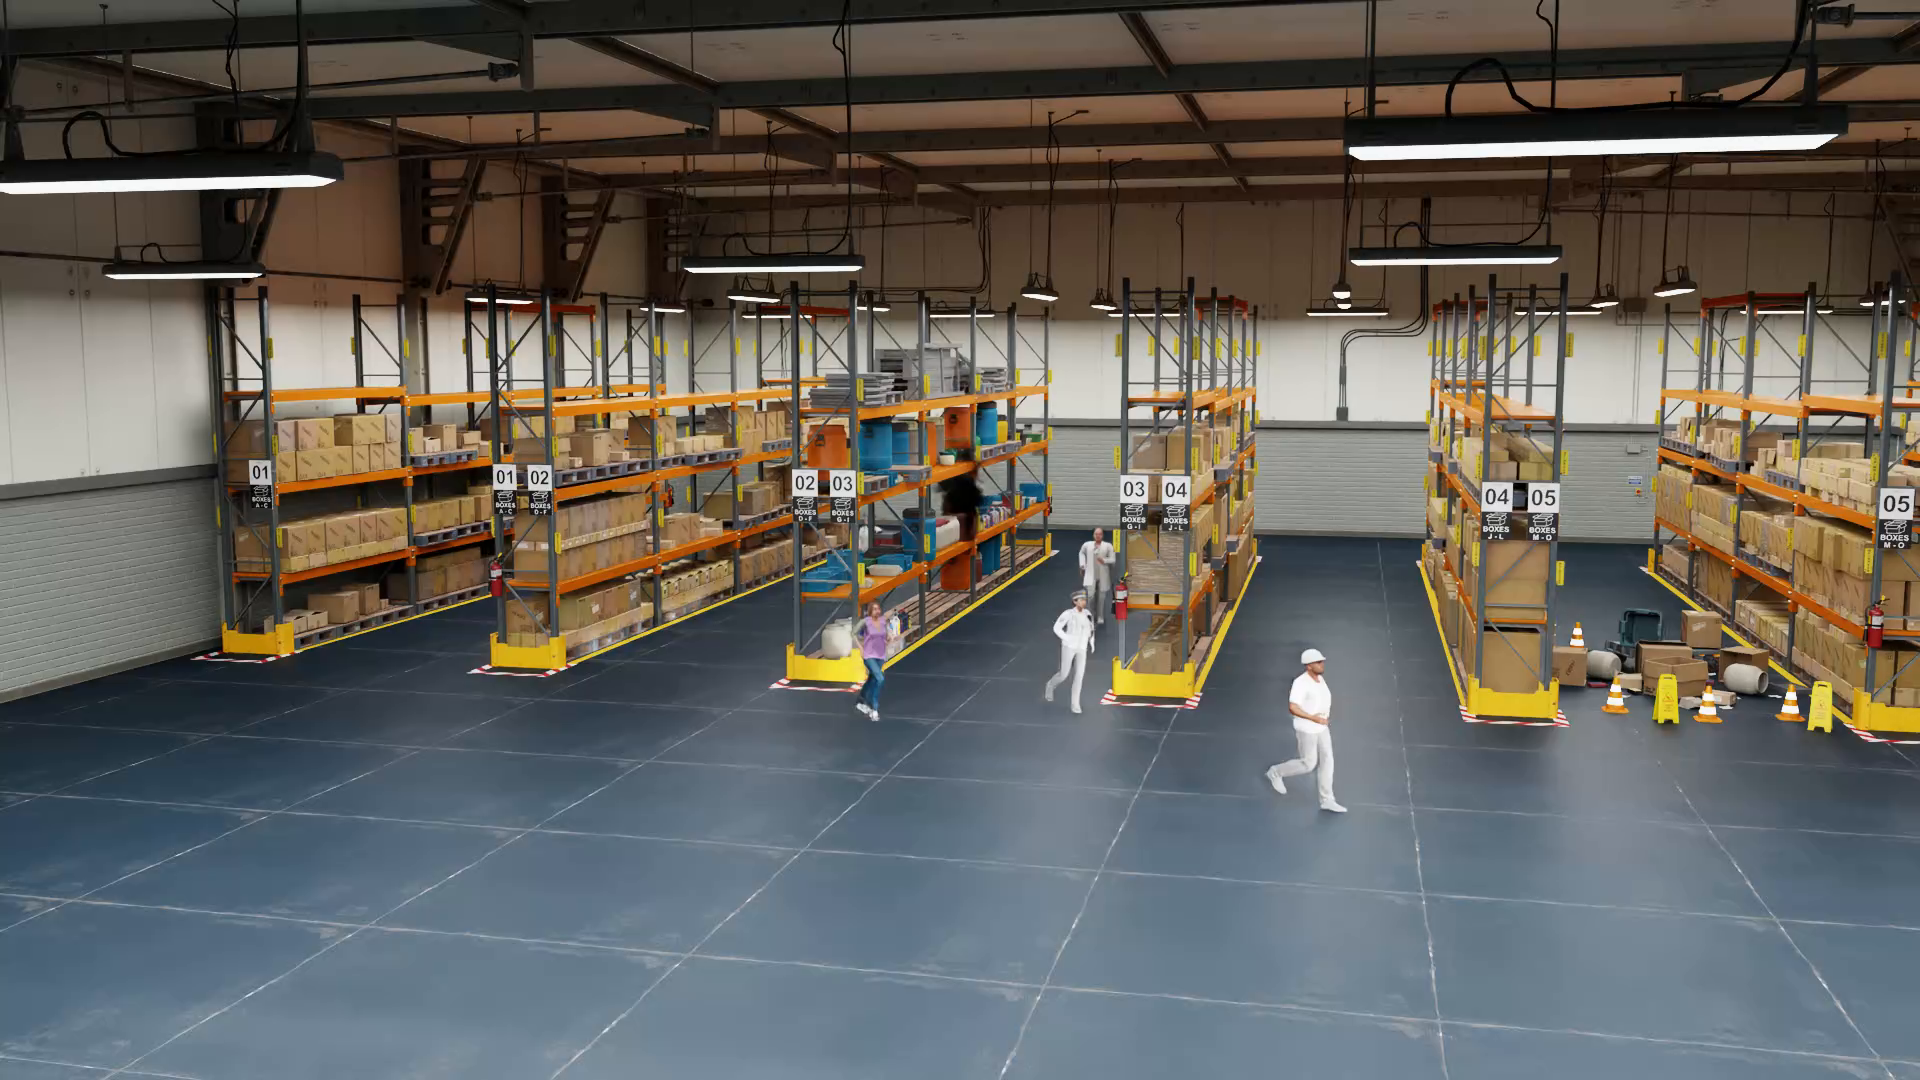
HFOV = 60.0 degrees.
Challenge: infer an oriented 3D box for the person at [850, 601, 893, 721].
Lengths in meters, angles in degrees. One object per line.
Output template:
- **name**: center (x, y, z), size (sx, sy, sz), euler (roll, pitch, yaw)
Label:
- **person**: center (-1.165, 1.634, 22.588), size (0.506, 1.641, 0.701), euler (-6, 9, -41)

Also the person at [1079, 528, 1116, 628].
- **person**: center (2.462, 0.701, 29.840), size (0.668, 1.848, 0.831), euler (1, 7, 7)

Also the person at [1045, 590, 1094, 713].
- **person**: center (1.626, 1.513, 23.185), size (0.674, 1.653, 0.901), euler (-3, 7, -22)

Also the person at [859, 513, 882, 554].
- **person**: center (-1.825, 0.313, 33.634), size (0.590, 1.740, 0.726), euler (1, 7, 11)

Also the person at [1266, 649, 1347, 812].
- **person**: center (3.808, 2.057, 18.141), size (0.934, 1.756, 0.696), euler (6, 9, 40)
